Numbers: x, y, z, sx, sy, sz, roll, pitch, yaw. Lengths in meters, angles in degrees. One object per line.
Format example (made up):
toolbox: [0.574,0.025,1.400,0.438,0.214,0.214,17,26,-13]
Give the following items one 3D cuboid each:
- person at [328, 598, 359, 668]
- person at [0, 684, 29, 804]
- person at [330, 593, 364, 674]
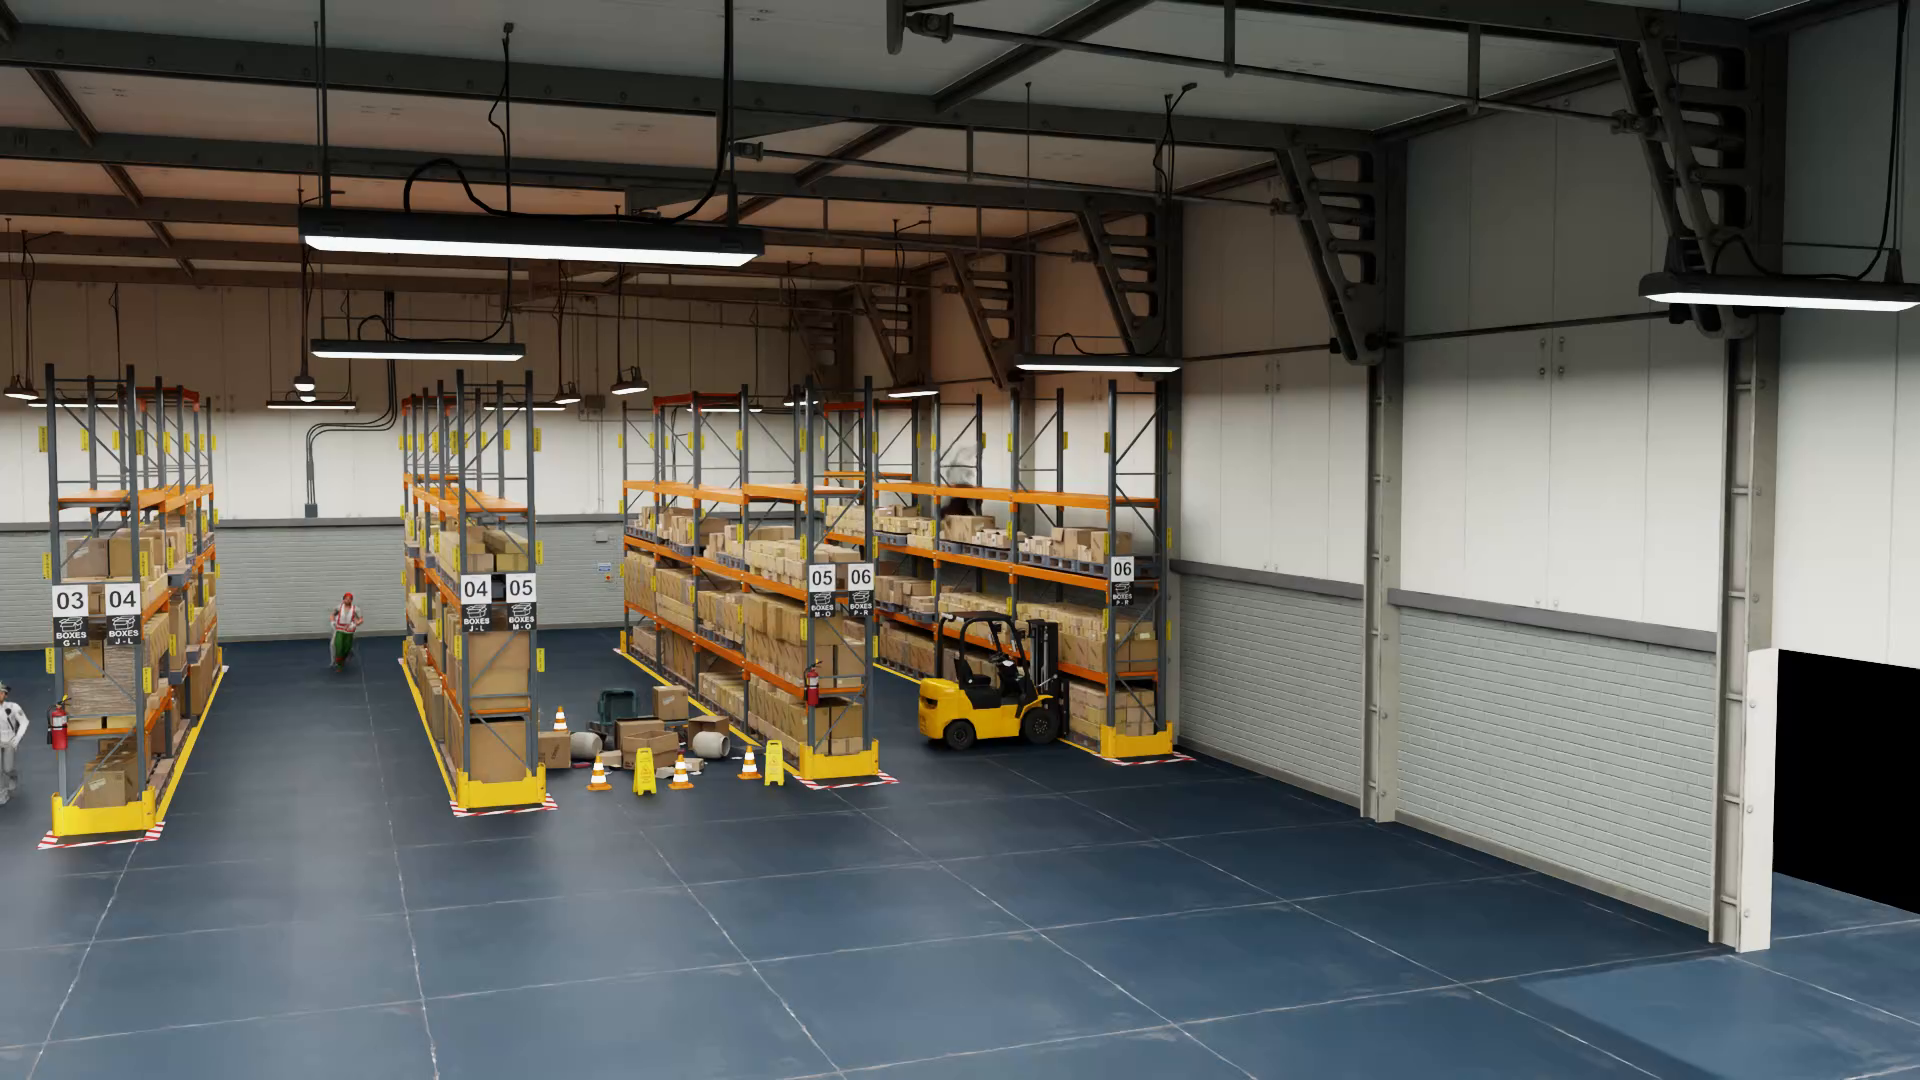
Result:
person: [-13.761,2.027,37.264,0.648,1.630,0.778,1,3,15]
person: [-13.373,2.821,23.254,0.629,1.669,0.584,-1,4,-18]
person: [-13.440,2.019,36.444,0.702,1.747,0.768,-1,3,-13]
